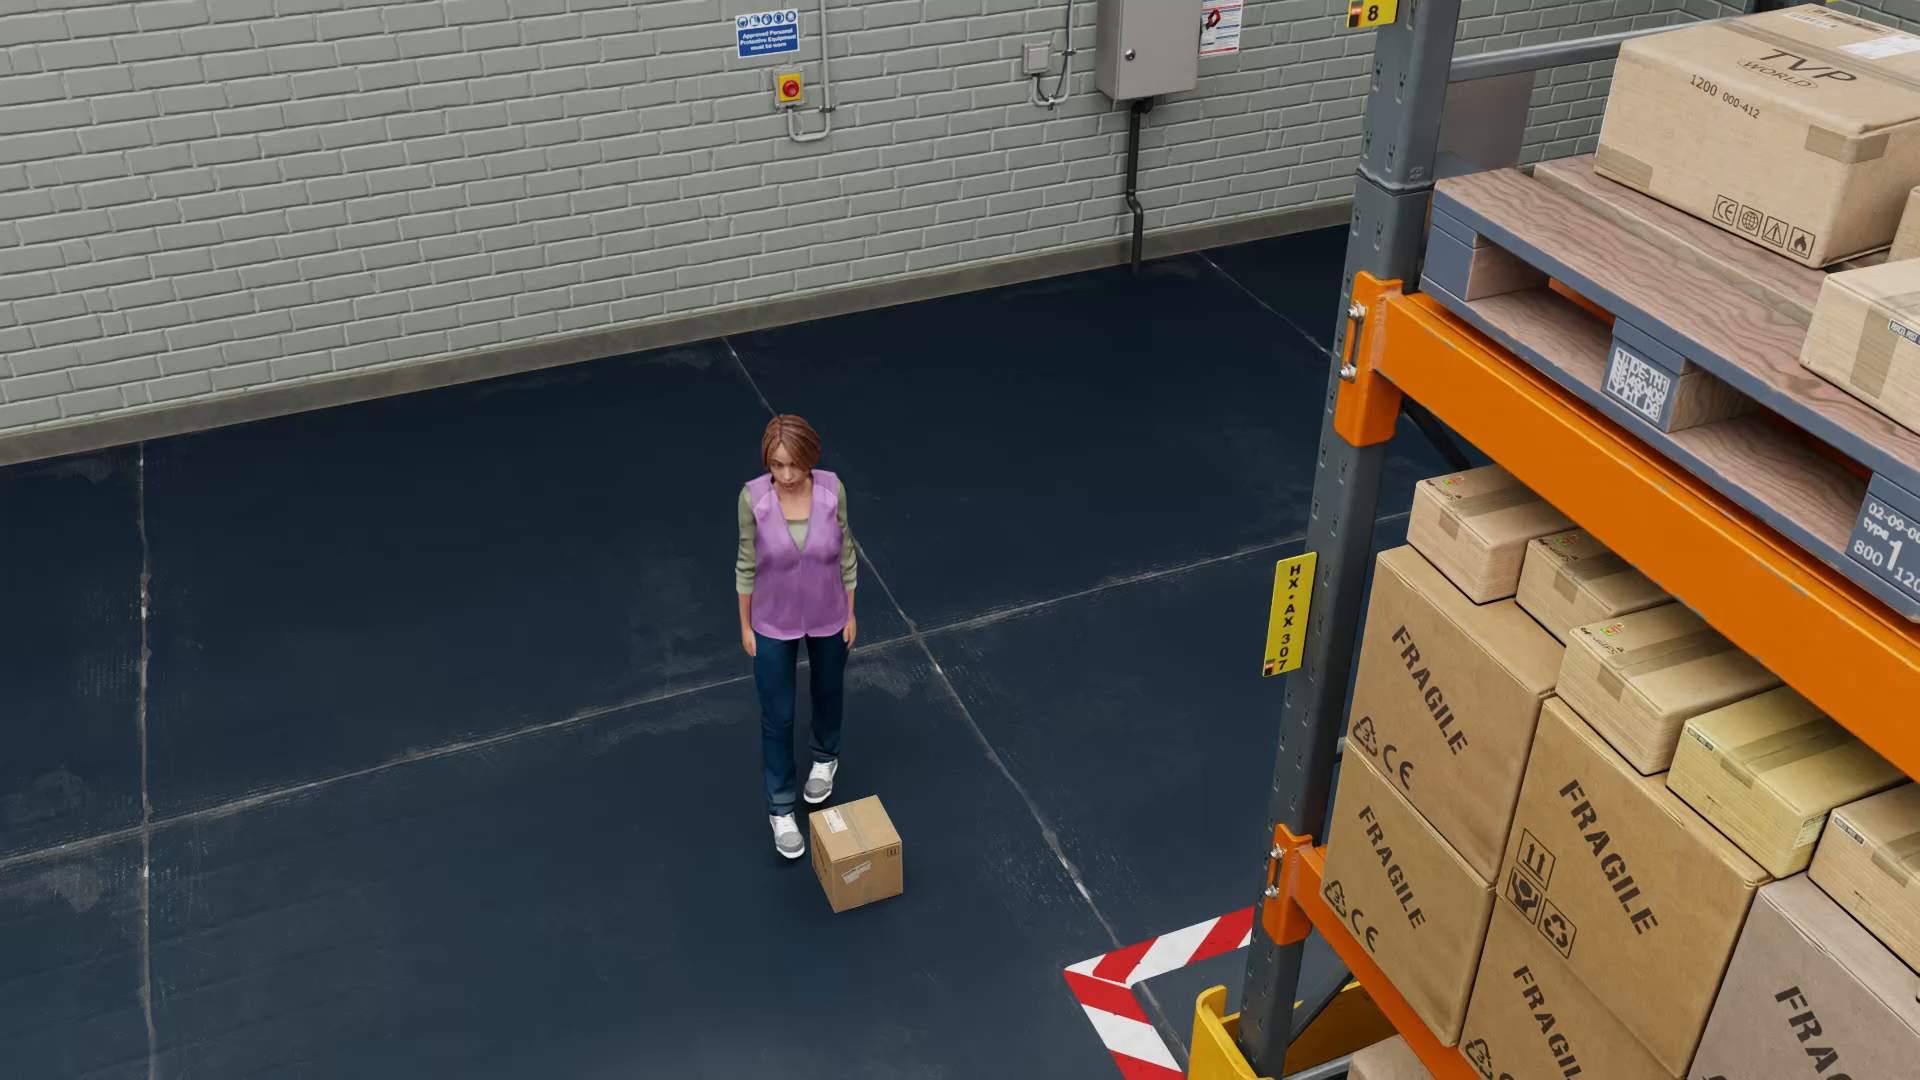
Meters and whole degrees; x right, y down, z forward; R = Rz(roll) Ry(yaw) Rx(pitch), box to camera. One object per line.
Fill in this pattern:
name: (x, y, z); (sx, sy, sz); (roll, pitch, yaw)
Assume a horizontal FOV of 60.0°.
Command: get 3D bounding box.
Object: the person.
person: (-0.530, 0.318, 5.668); (0.418, 1.592, 0.545); (-8, 35, -12)
